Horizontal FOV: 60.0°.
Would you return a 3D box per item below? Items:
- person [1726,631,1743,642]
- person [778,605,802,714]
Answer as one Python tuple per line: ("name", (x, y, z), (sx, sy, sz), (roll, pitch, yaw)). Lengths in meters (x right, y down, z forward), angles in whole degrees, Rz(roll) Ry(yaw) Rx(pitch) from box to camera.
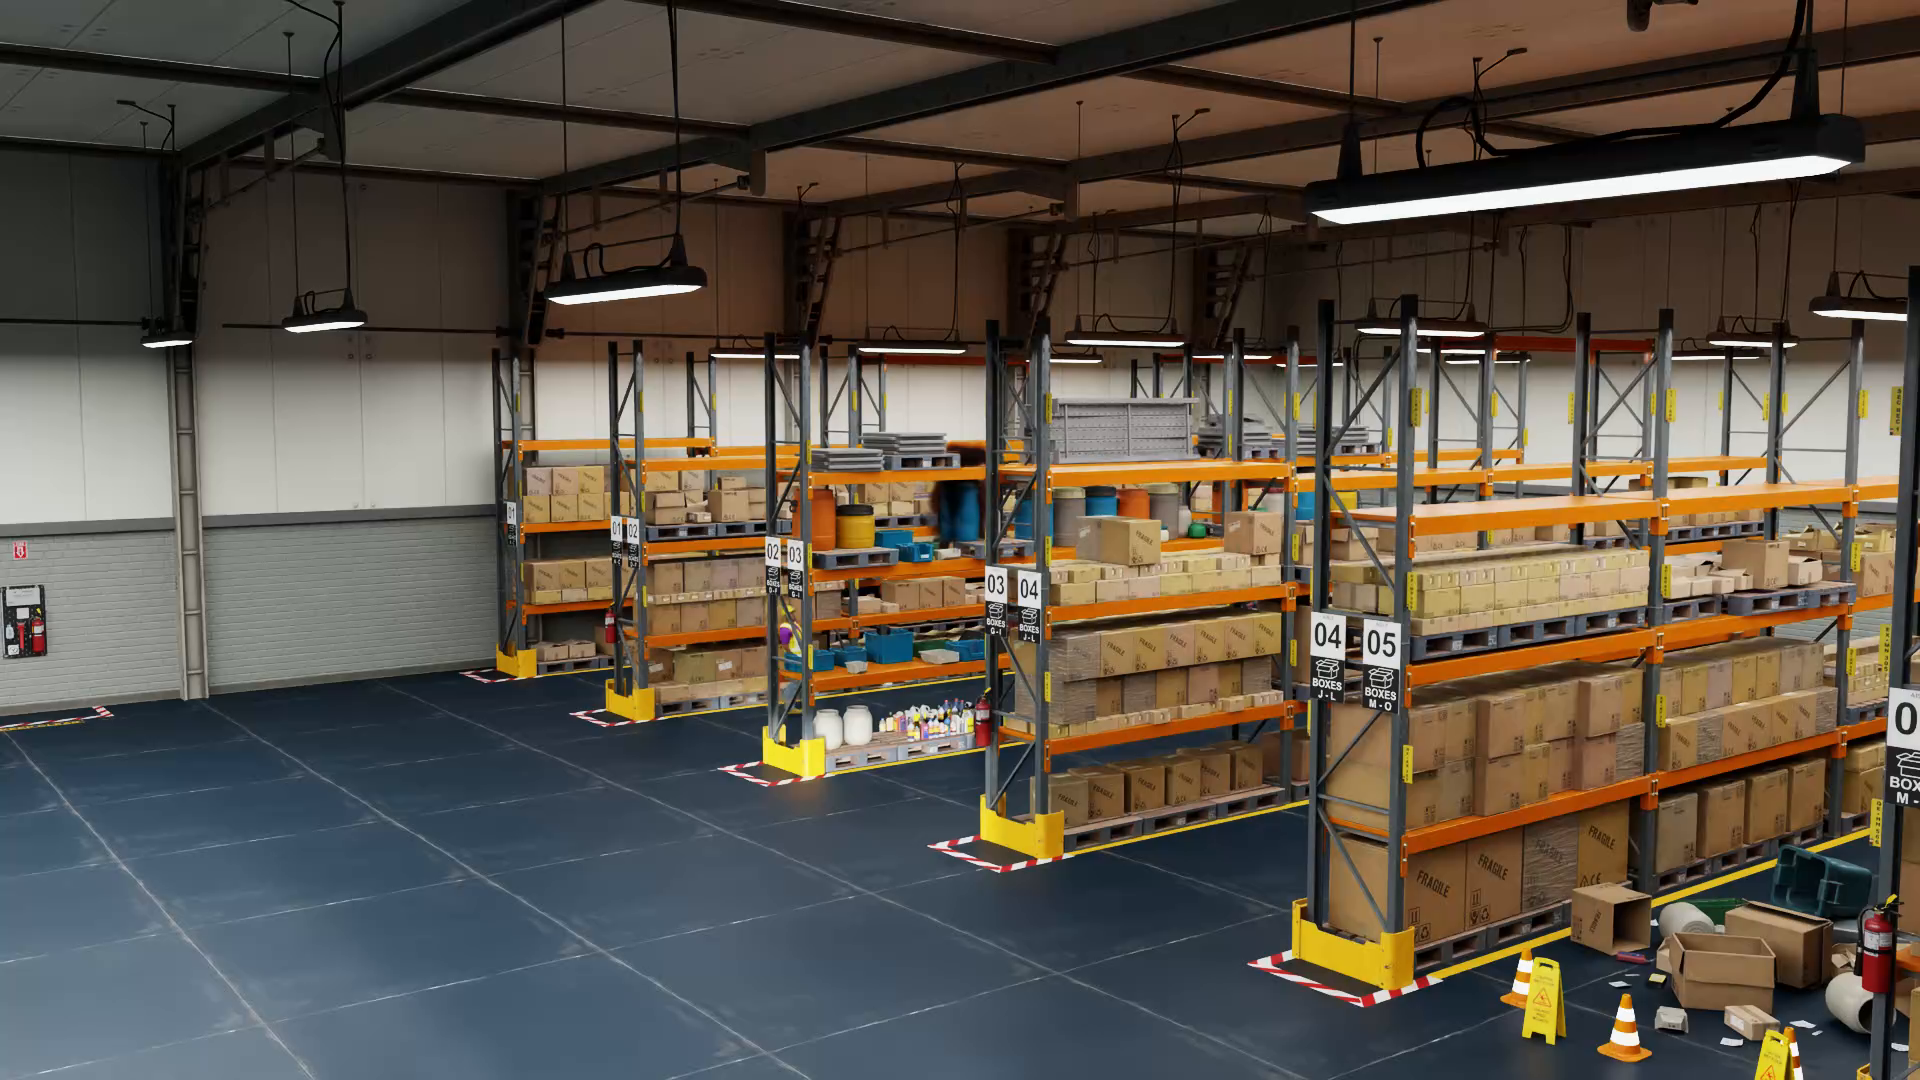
("person", (11.448, 2.101, 24.663), (0.580, 1.797, 0.426), (-2, 5, -24))
("person", (-2.665, 1.928, 26.722), (0.496, 1.767, 0.614), (0, 5, -4))
